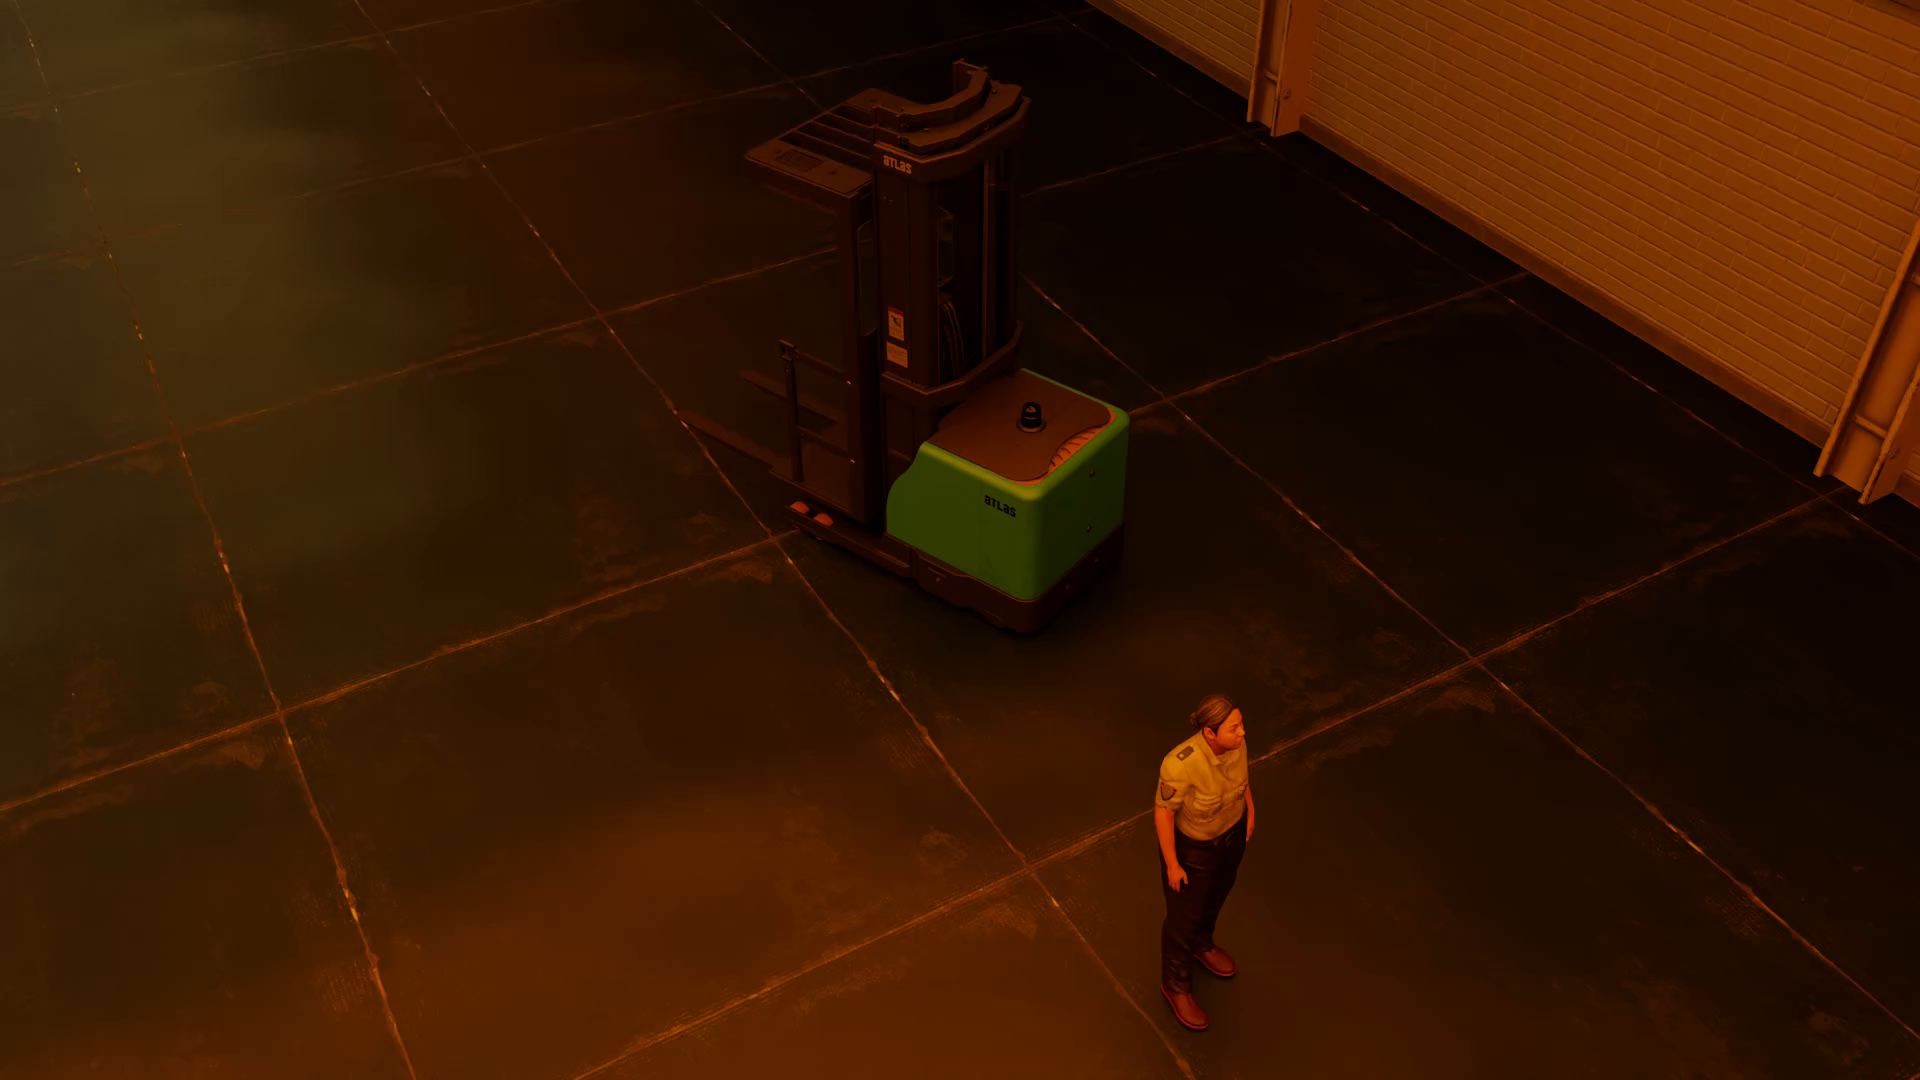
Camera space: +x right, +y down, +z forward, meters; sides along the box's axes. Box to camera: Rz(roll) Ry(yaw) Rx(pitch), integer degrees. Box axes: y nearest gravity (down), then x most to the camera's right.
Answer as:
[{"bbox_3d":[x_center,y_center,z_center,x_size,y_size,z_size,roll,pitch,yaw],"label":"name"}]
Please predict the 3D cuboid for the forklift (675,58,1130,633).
[{"bbox_3d":[-0.481,-1.366,9.683,3.031,2.935,1.130,26,46,28],"label":"forklift"}]

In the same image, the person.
[{"bbox_3d":[1.137,1.388,7.357,0.598,1.651,0.502,-30,48,-31],"label":"person"}]
